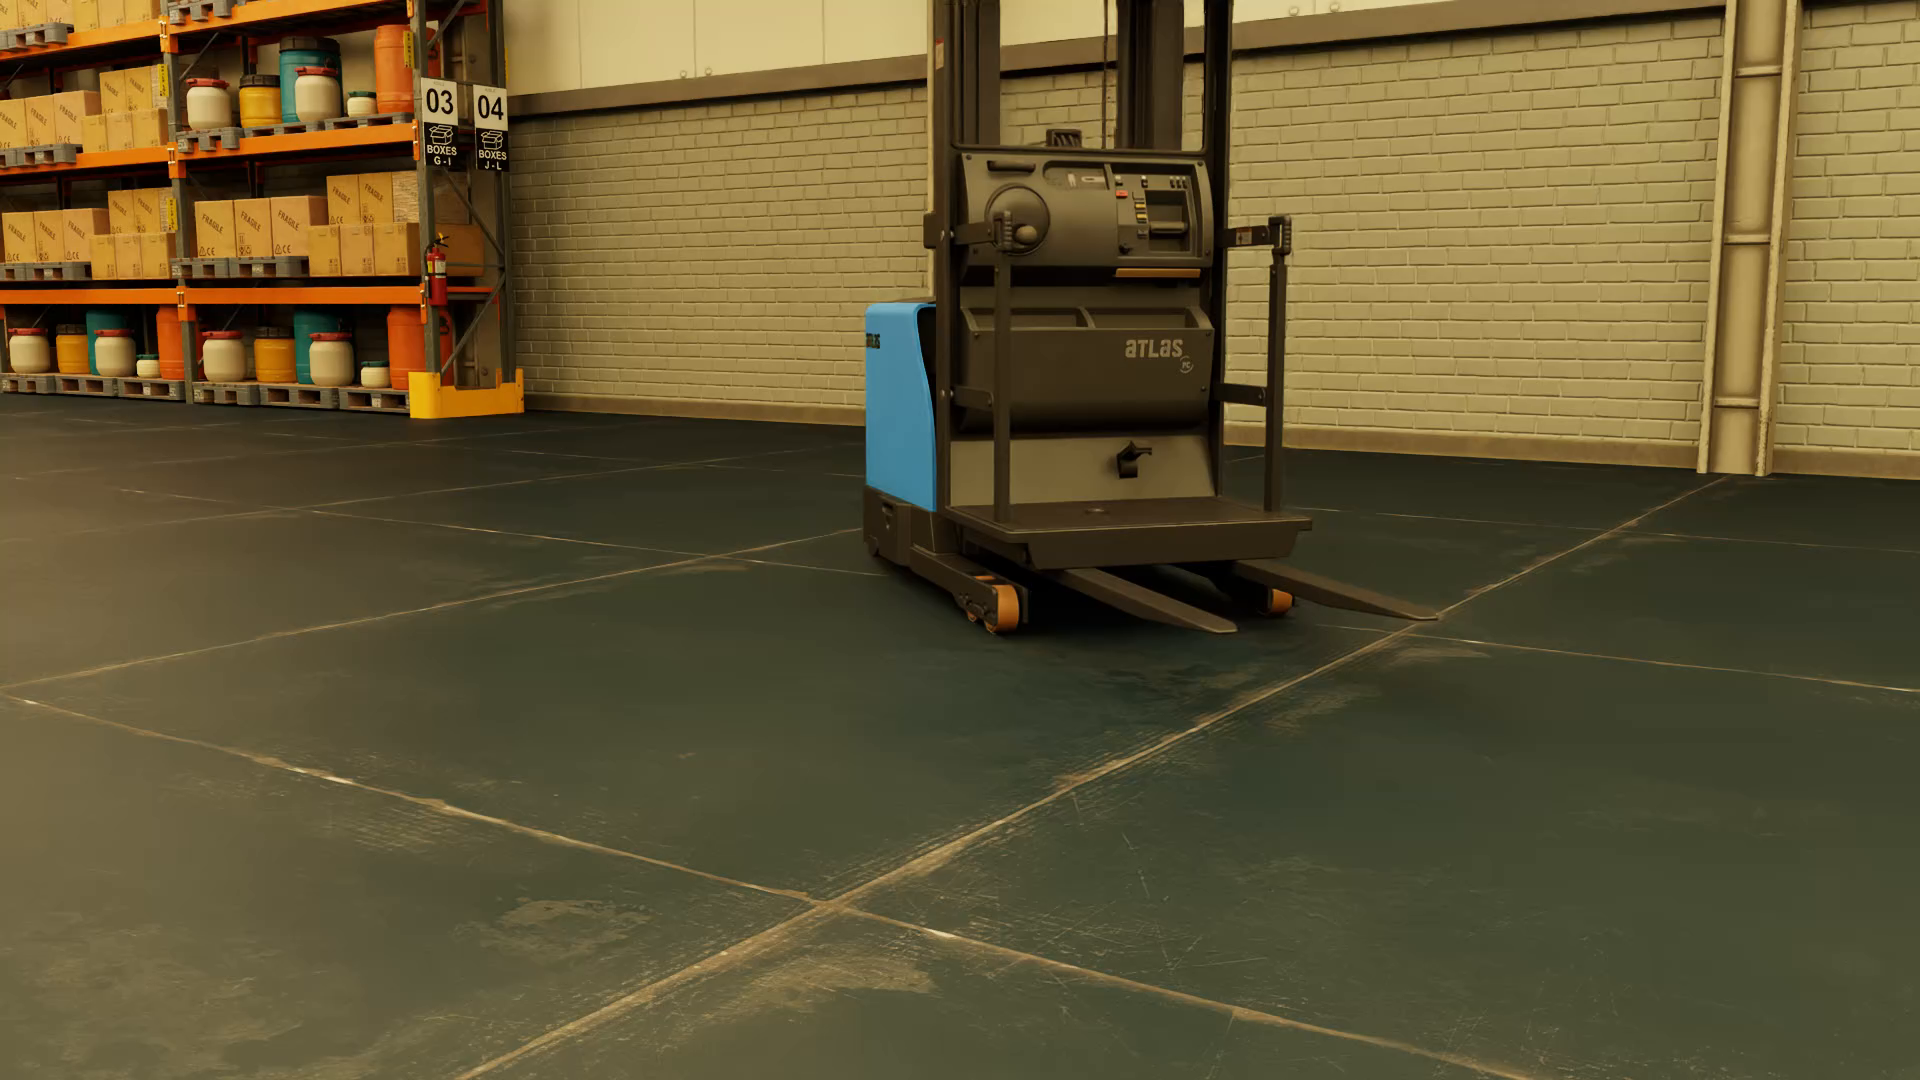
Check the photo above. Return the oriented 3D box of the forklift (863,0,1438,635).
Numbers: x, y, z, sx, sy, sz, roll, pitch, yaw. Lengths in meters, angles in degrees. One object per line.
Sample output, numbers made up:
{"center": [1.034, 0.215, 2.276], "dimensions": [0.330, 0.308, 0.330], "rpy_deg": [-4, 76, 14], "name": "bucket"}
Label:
{"center": [0.524, -1.207, 5.682], "dimensions": [1.130, 2.935, 3.031], "rpy_deg": [-3, 8, -18], "name": "forklift"}
